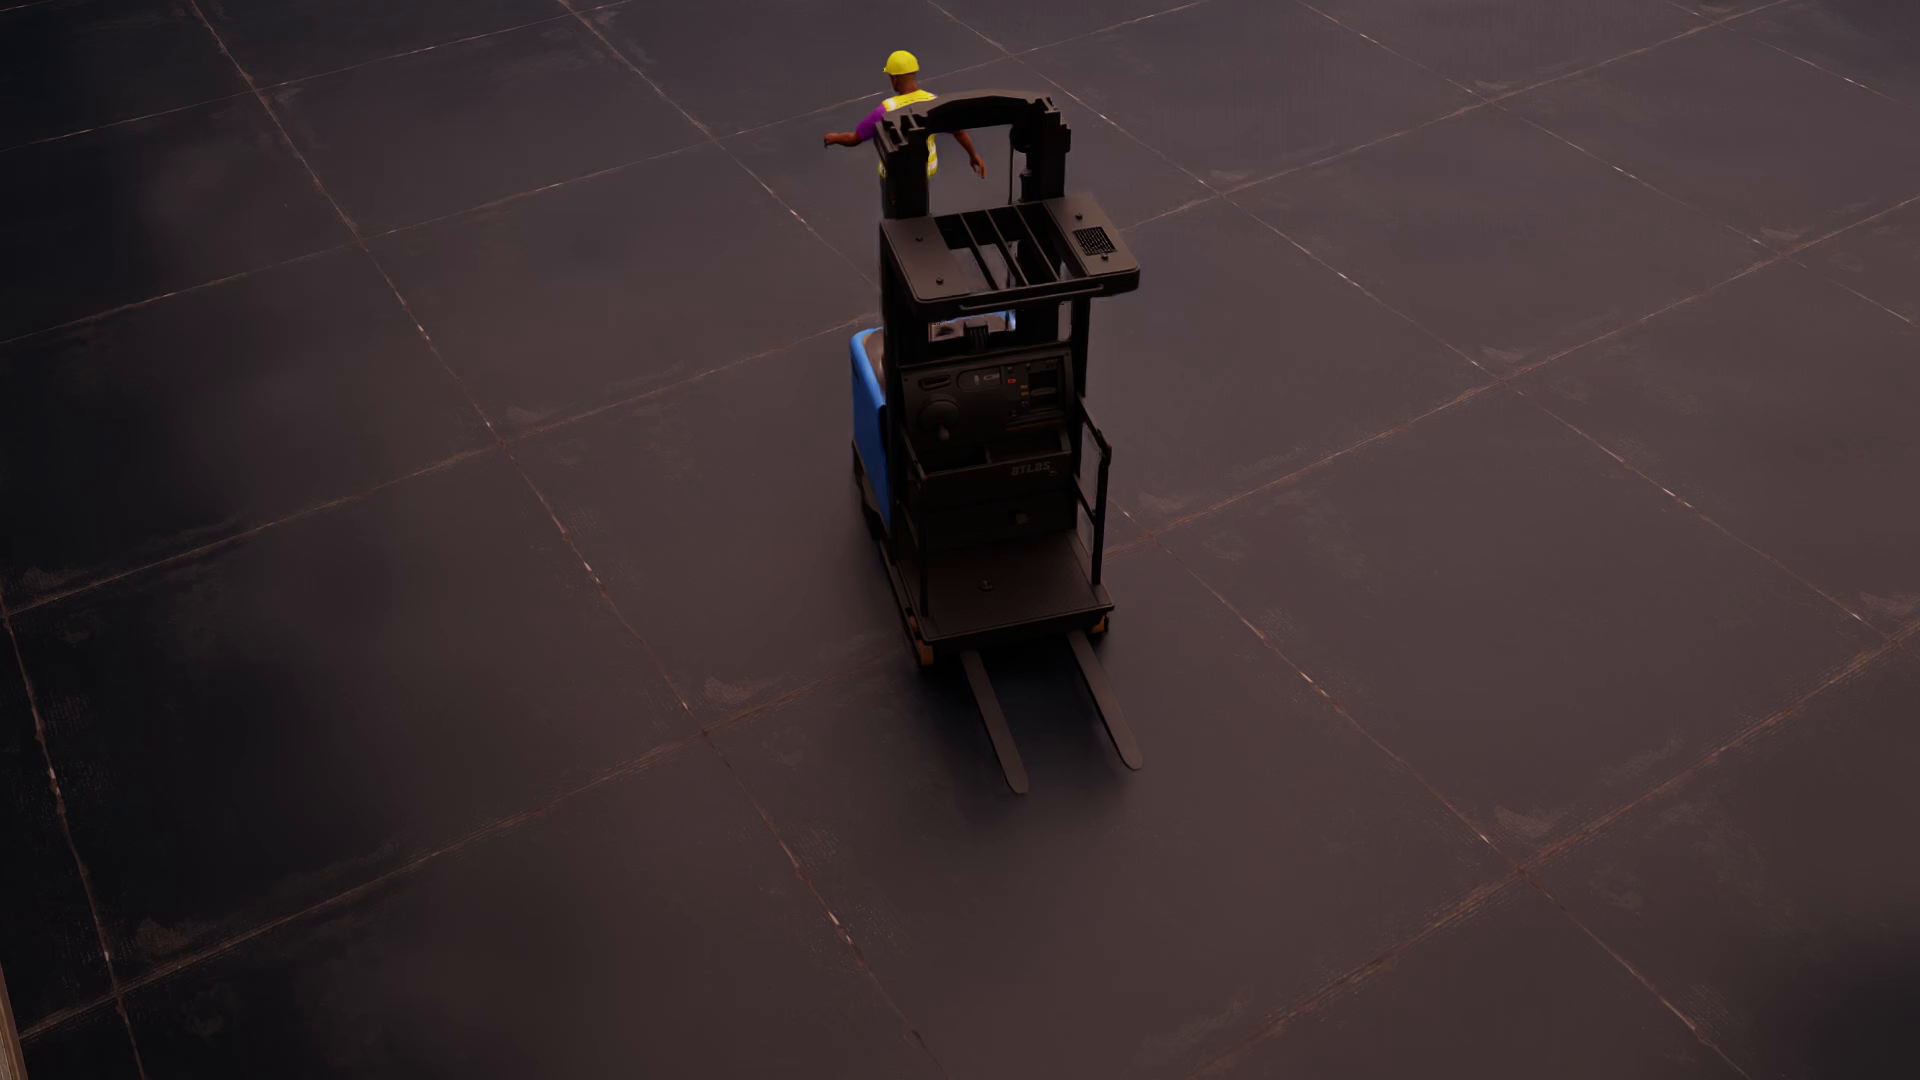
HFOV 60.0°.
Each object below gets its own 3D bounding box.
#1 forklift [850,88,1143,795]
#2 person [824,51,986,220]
[{"bbox_3d":[0.209,-0.683,8.653,1.130,2.935,3.031,-10,42,-11],"label":"forklift"},{"bbox_3d":[-0.370,-2.664,11.833,1.020,1.745,0.765,-20,45,-21],"label":"person"}]
